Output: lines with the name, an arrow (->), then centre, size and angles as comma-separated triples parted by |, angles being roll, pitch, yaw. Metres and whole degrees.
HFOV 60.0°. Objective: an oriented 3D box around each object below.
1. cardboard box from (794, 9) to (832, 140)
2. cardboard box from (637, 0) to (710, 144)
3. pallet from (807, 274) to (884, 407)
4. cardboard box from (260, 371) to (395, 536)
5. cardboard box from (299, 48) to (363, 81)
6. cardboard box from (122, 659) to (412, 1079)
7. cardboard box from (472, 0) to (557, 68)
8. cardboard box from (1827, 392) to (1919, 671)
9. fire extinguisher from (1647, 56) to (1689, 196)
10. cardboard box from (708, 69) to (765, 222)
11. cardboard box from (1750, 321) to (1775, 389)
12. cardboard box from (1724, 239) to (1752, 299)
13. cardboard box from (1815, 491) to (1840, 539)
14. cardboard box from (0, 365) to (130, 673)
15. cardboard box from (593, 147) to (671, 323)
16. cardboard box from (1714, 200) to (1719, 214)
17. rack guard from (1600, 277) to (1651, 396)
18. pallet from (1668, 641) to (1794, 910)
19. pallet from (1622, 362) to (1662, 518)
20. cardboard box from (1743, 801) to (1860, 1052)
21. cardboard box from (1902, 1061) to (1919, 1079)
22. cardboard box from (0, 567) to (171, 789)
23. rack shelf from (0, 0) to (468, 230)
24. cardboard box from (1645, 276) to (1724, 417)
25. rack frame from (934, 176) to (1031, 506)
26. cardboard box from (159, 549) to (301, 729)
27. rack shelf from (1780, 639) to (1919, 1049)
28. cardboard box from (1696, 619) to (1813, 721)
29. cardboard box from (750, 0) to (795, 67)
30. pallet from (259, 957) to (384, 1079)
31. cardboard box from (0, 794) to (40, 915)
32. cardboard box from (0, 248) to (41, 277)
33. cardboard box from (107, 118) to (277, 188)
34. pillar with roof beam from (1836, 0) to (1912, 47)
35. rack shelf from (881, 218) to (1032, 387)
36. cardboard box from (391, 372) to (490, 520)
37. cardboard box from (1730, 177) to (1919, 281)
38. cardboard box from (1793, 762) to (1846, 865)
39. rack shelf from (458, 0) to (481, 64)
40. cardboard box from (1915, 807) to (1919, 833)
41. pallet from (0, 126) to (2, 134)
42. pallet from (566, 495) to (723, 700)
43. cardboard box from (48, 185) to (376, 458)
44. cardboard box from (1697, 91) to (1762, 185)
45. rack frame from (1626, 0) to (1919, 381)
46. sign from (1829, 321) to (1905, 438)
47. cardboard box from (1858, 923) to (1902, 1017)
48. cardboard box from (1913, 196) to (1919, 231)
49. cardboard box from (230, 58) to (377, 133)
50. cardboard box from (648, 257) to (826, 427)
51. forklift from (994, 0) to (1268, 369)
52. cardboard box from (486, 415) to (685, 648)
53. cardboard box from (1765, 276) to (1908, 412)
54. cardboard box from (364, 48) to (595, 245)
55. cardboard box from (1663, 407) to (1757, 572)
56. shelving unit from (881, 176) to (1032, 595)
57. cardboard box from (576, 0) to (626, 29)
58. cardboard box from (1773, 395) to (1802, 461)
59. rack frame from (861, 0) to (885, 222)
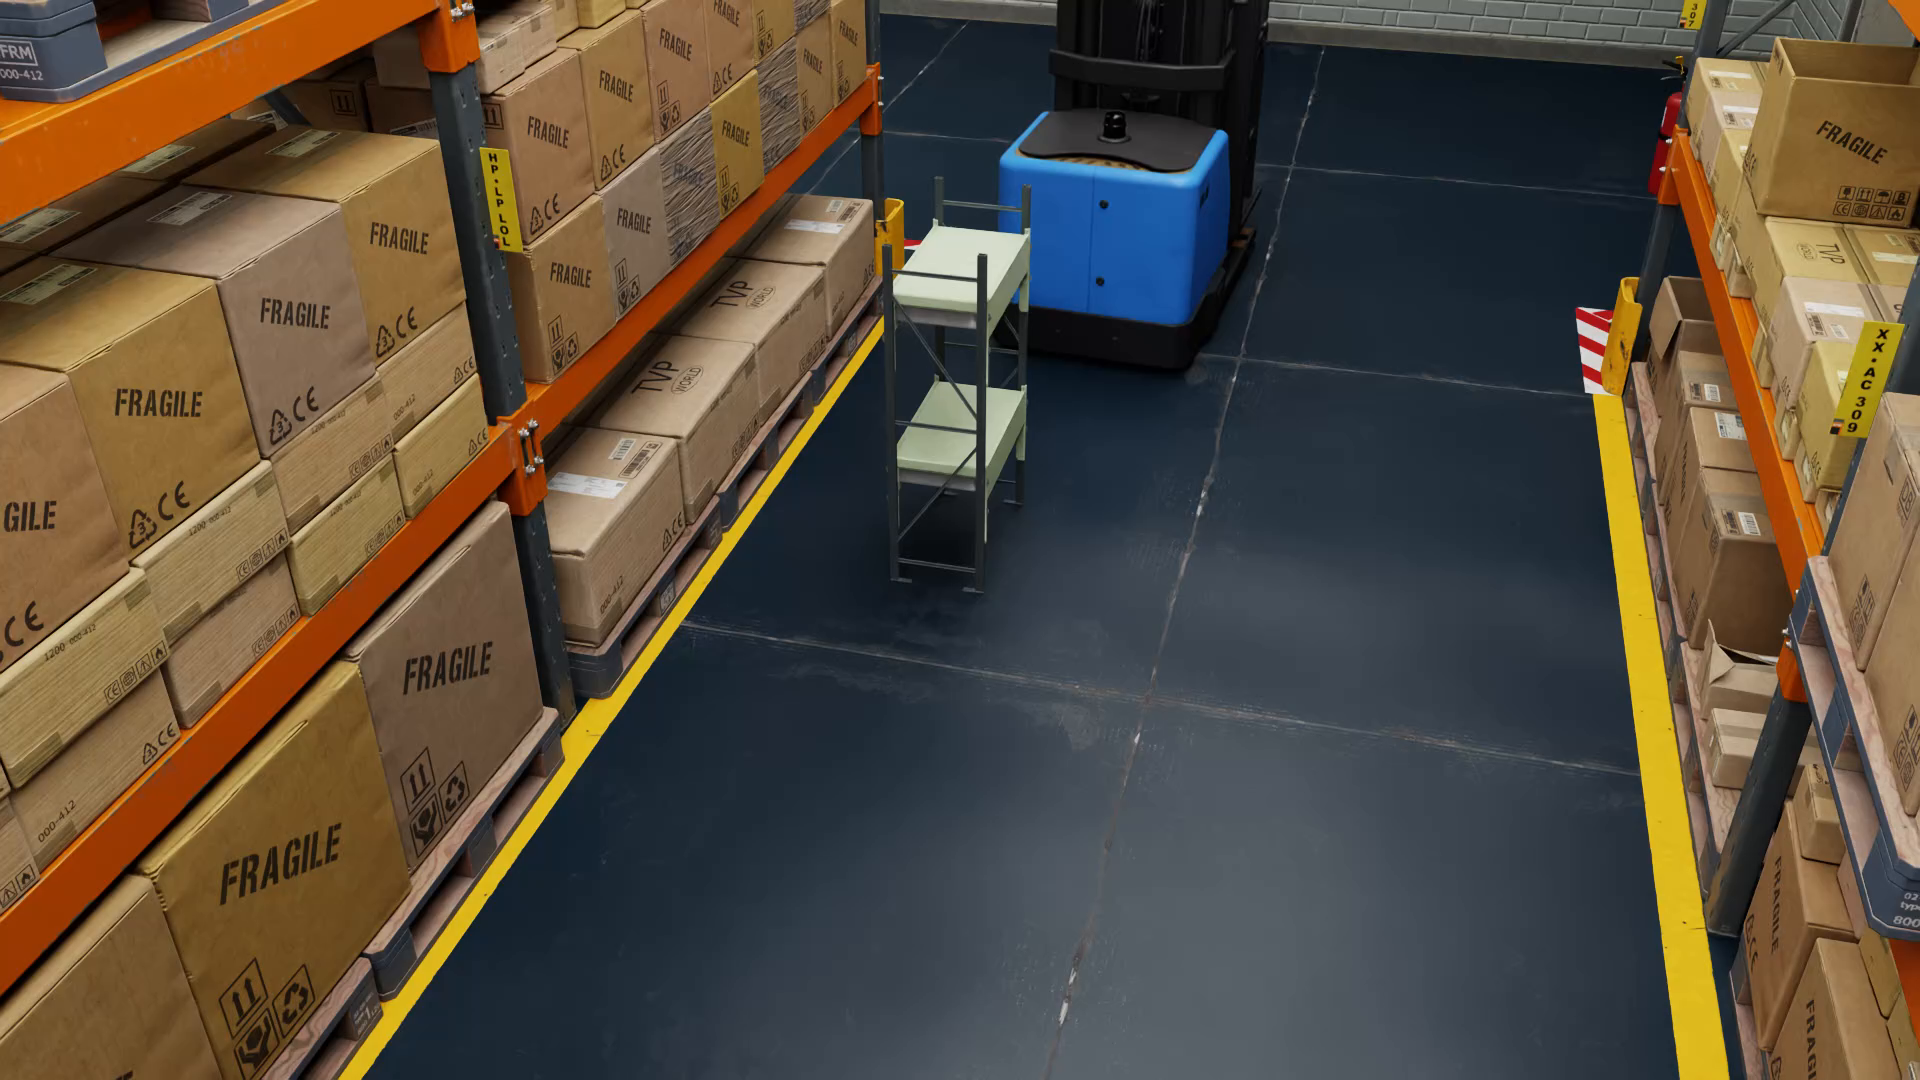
cardboard box -> -0.924, -2.224, 7.859 | 0.500, 0.500, 0.500 | 7, 33, 11
cardboard box -> -1.301, -1.855, 6.346 | 0.500, 0.500, 0.500 | 9, 33, 13
pallet -> -1.043, -1.124, 8.822 | 1.003, 0.211, 1.213 | 8, 33, 12
cardboard box -> -1.927, -0.276, 4.562 | 0.500, 0.250, 0.500 | 9, 33, 14
cardboard box -> -2.161, -1.592, 5.328 | 0.380, 0.149, 0.250 | 7, 33, 11
cardboard box -> -2.233, 0.871, 4.673 | 0.875, 0.875, 0.875 | 9, 34, 14
cardboard box -> -1.550, -1.652, 5.423 | 0.380, 0.149, 0.250 | 9, 33, 13
cardboard box -> 2.532, 0.024, 3.931 | 0.700, 0.500, 0.500 | 9, 34, 14
fire extinguisher -> 3.477, -2.002, 8.023 | 0.296, 0.674, 0.183 | 8, 33, 12
cardboard box -> -1.164, -1.686, 7.013 | 0.500, 0.500, 0.500 | 9, 34, 14
cardboard box -> 2.926, -0.616, 5.657 | 0.380, 0.149, 0.250 | 8, 33, 12
cardboard box -> 3.115, -1.012, 6.280 | 0.380, 0.149, 0.250 | 9, 33, 13
cardboard box -> 2.708, -0.071, 4.800 | 0.380, 0.149, 0.250 | 8, 33, 13
cardboard box -> -2.190, -0.048, 3.505 | 0.500, 0.500, 0.500 | 9, 33, 13
cardboard box -> -1.427, -1.161, 6.188 | 0.500, 0.500, 0.500 | 8, 33, 13
cardboard box -> 3.361, -1.411, 6.908 | 0.380, 0.149, 0.250 | 9, 34, 14
rack guard -> 3.867, -0.958, 8.291 | 1.175, 0.500, 0.348 | 8, 33, 12
pallet -> 3.046, 0.844, 5.726 | 1.003, 0.211, 1.213 | 8, 33, 12
pallet -> 3.666, -0.422, 7.718 | 1.003, 0.211, 1.213 | 8, 33, 12
cardboard box -> 2.531, 1.121, 4.629 | 0.500, 0.500, 0.500 | 9, 34, 14
cardboard box -> 2.317, 1.335, 3.689 | 0.380, 0.149, 0.250 | 8, 33, 12
cardboard box -> -2.166, 0.261, 3.717 | 0.500, 0.250, 0.500 | 9, 33, 13
rack shelf -> -2.439, -0.575, 3.233 | 1.077, 0.370, 4.000 | 8, 33, 12
cardboard box -> 3.639, -0.872, 7.761 | 0.797, 0.503, 0.637 | 7, 33, 10
rack frame -> 0.091, -0.819, 7.141 | 0.400, 1.500, 0.023 | 8, 33, 12
cardboard box -> -2.078, 0.203, 4.275 | 0.500, 0.250, 0.500 | 7, 33, 11
rack shelf -> 2.364, 1.365, 2.978 | 1.077, 0.370, 4.000 | 8, 33, 12
cardboard box -> 2.819, 0.485, 5.848 | 0.396, 0.266, 0.258 | 9, 34, 14
cardboard box -> -1.041, -2.377, 7.167 | 0.500, 0.500, 0.500 | 8, 33, 12
pallet -> -2.361, 1.572, 4.581 | 1.003, 0.211, 1.213 | 8, 33, 12
cardboard box -> -2.327, 0.728, 3.448 | 0.500, 0.250, 0.500 | 9, 34, 14
cardboard box -> -2.553, -0.398, 4.055 | 0.500, 0.500, 0.500 | 7, 33, 11
cardboard box -> -2.321, -0.926, 4.885 | 0.500, 0.500, 0.500 | 8, 33, 13
pillar with roof beam -> 1.278, -6.447, 9.003 | 9.100, 9.000, 0.400 | 8, 33, 12
rack shelf -> -0.002, -0.959, 6.633 | 0.431, 0.370, 0.720 | 8, 33, 12
cardboard box -> -1.801, -0.320, 5.098 | 0.500, 0.250, 0.500 | 7, 33, 11
cardboard box -> 3.148, -1.123, 6.083 | 0.500, 0.250, 0.500 | 7, 33, 11
cardboard box -> 2.523, 0.777, 4.566 | 0.380, 0.149, 0.250 | 10, 34, 15
rack shelf -> -1.423, -2.651, 6.499 | 1.077, 0.370, 4.000 | 8, 33, 12
cardboard box -> 2.147, 0.571, 3.289 | 0.396, 0.266, 0.258 | 10, 34, 15
pallet -> -2.553, -0.683, 2.909 | 1.003, 0.211, 1.213 | 10, 34, 15
pallet -> -1.662, 0.142, 6.830 | 1.003, 0.211, 1.213 | 8, 33, 12
cardboard box -> -1.926, -0.579, 4.340 | 0.500, 0.500, 0.500 | 9, 33, 13
cardboard box -> 3.383, -1.654, 6.919 | 0.500, 0.250, 0.500 | 8, 33, 13
rack frame -> 3.886, -2.053, 7.683 | 1.000, 3.000, 0.127 | 8, 33, 12
sign -> 2.344, -0.412, 4.295 | 0.100, 0.325, 0.005 | 8, 33, 12
cardboard box -> 2.473, 1.066, 4.111 | 0.380, 0.149, 0.250 | 6, 33, 10
cardboard box -> 3.631, -1.045, 5.960 | 0.500, 0.250, 0.500 | 8, 33, 12
cardboard box -> -2.078, -1.397, 5.627 | 0.500, 0.500, 0.500 | 8, 33, 12
cardboard box -> -1.211, -0.990, 8.009 | 0.875, 0.438, 0.875 | 9, 34, 14
forklift -> 1.134, -2.894, 9.071 | 1.130, 2.935, 3.031 | 10, 34, 16
cardboard box -> -1.668, -0.058, 6.542 | 0.875, 0.438, 0.875 | 8, 33, 12
cardboard box -> 2.877, -0.599, 5.258 | 0.500, 0.250, 0.500 | 8, 33, 13
cardboard box -> -1.576, -1.329, 5.520 | 0.500, 0.500, 0.500 | 8, 33, 13
cardboard box -> 3.154, -0.171, 6.662 | 0.500, 0.500, 0.500 | 9, 33, 13
shelving unit -> -0.002, -0.629, 6.842 | 0.431, 1.500, 0.755 | 8, 33, 12
cardboard box -> -1.404, -1.911, 5.831 | 0.380, 0.149, 0.250 | 8, 33, 12
cardboard box -> 2.795, -0.347, 5.234 | 0.380, 0.149, 0.250 | 9, 34, 14
rack frame -> -0.916, -2.726, 8.743 | 1.000, 3.000, 0.127 | 8, 33, 12
